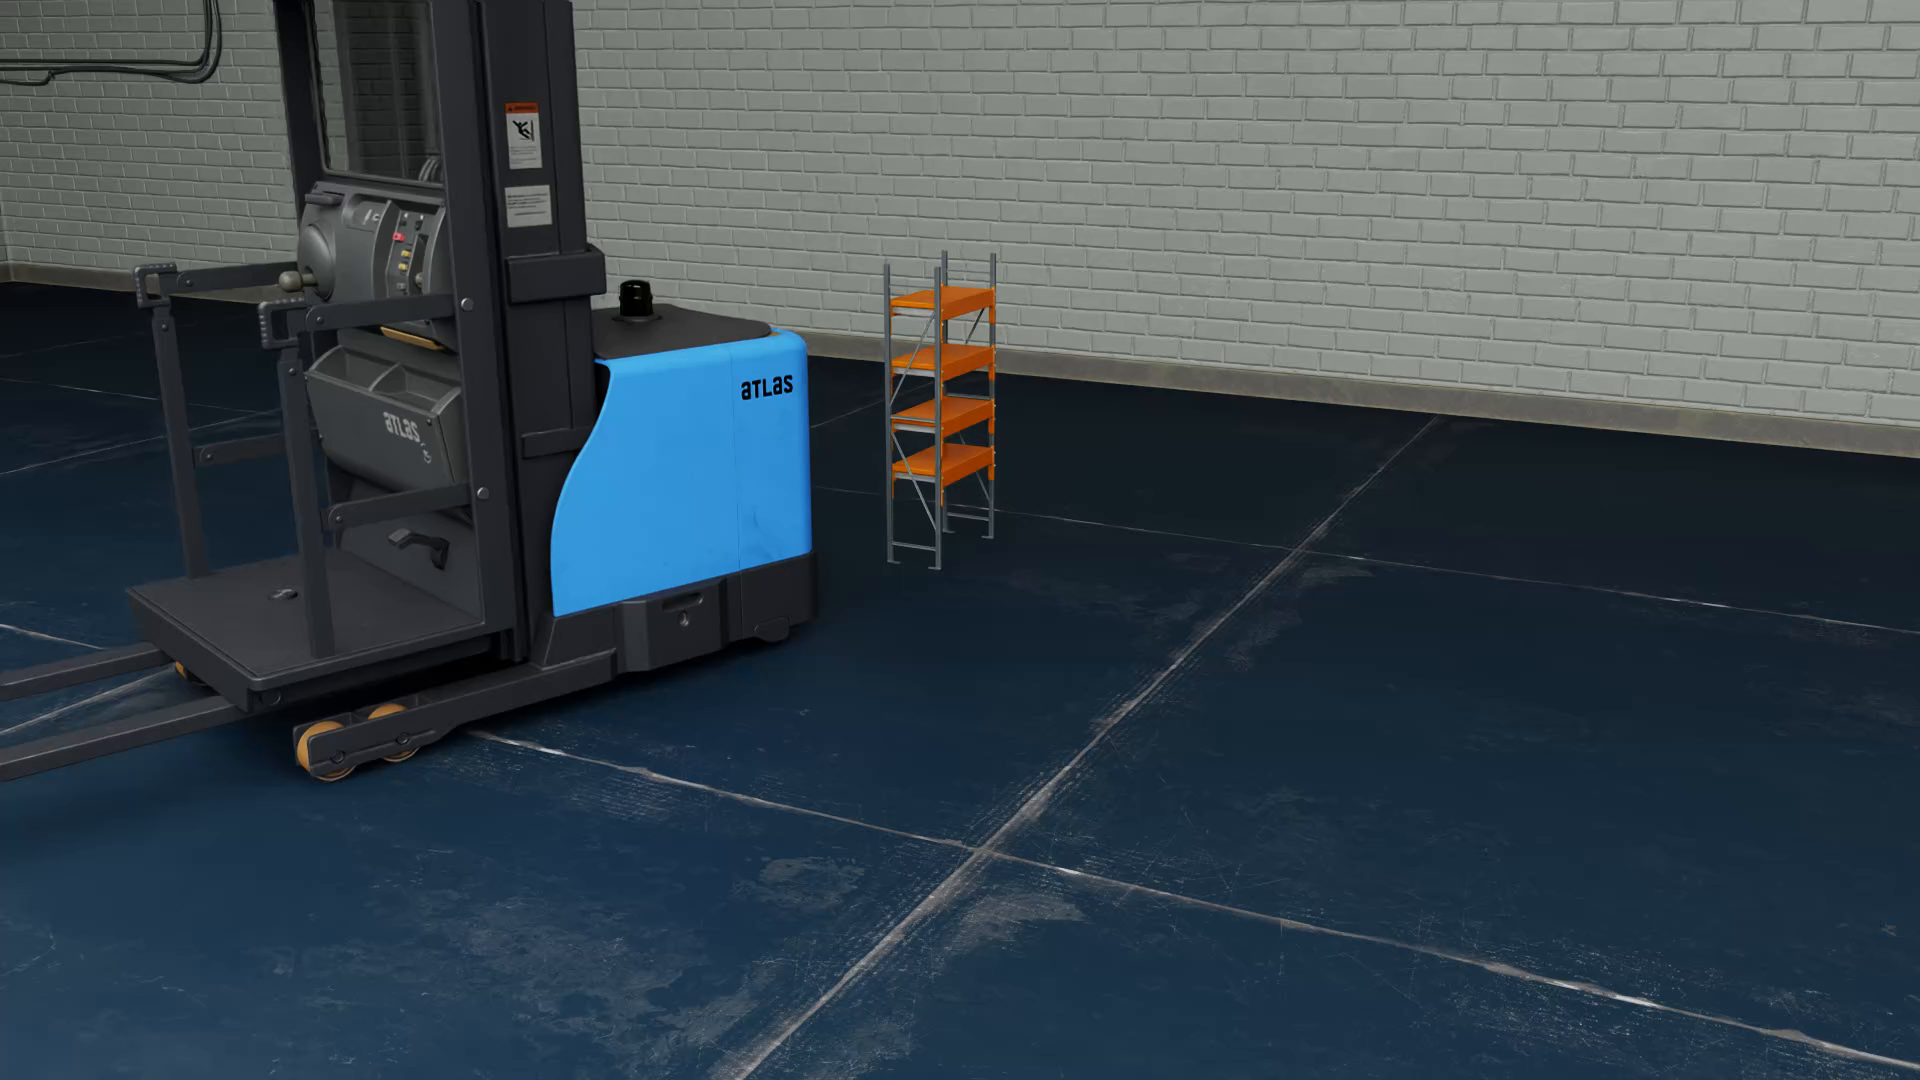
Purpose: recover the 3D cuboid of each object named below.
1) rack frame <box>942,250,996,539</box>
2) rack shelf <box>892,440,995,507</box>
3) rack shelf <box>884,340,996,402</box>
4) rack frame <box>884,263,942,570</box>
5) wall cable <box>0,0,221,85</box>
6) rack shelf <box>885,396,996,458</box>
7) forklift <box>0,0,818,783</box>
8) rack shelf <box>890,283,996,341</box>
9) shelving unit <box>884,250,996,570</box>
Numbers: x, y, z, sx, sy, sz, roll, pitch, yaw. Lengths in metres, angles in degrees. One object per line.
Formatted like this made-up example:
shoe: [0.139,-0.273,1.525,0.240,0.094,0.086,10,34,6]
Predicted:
rack frame: [0.035,-0.595,6.921,0.240,1.200,0.015,8,18,25]
rack shelf: [-0.074,-0.278,6.787,0.258,0.148,0.480,8,18,25]
rack shelf: [-0.074,-0.683,6.667,0.258,0.148,0.480,8,18,25]
rack frame: [-0.183,-0.471,6.502,0.240,1.200,0.015,8,18,25]
wall cable: [-7.126,-4.933,13.281,3.097,2.526,0.112,8,18,25]
rack shelf: [-0.074,-0.469,6.731,0.258,0.148,0.480,8,18,25]
forklift: [-1.925,-0.888,4.865,3.031,2.935,1.130,-15,22,-41]
rack shelf: [-0.074,-0.910,6.600,0.258,0.148,0.480,8,18,25]
shelving unit: [-0.074,-0.533,6.712,0.258,1.200,0.503,8,18,25]
